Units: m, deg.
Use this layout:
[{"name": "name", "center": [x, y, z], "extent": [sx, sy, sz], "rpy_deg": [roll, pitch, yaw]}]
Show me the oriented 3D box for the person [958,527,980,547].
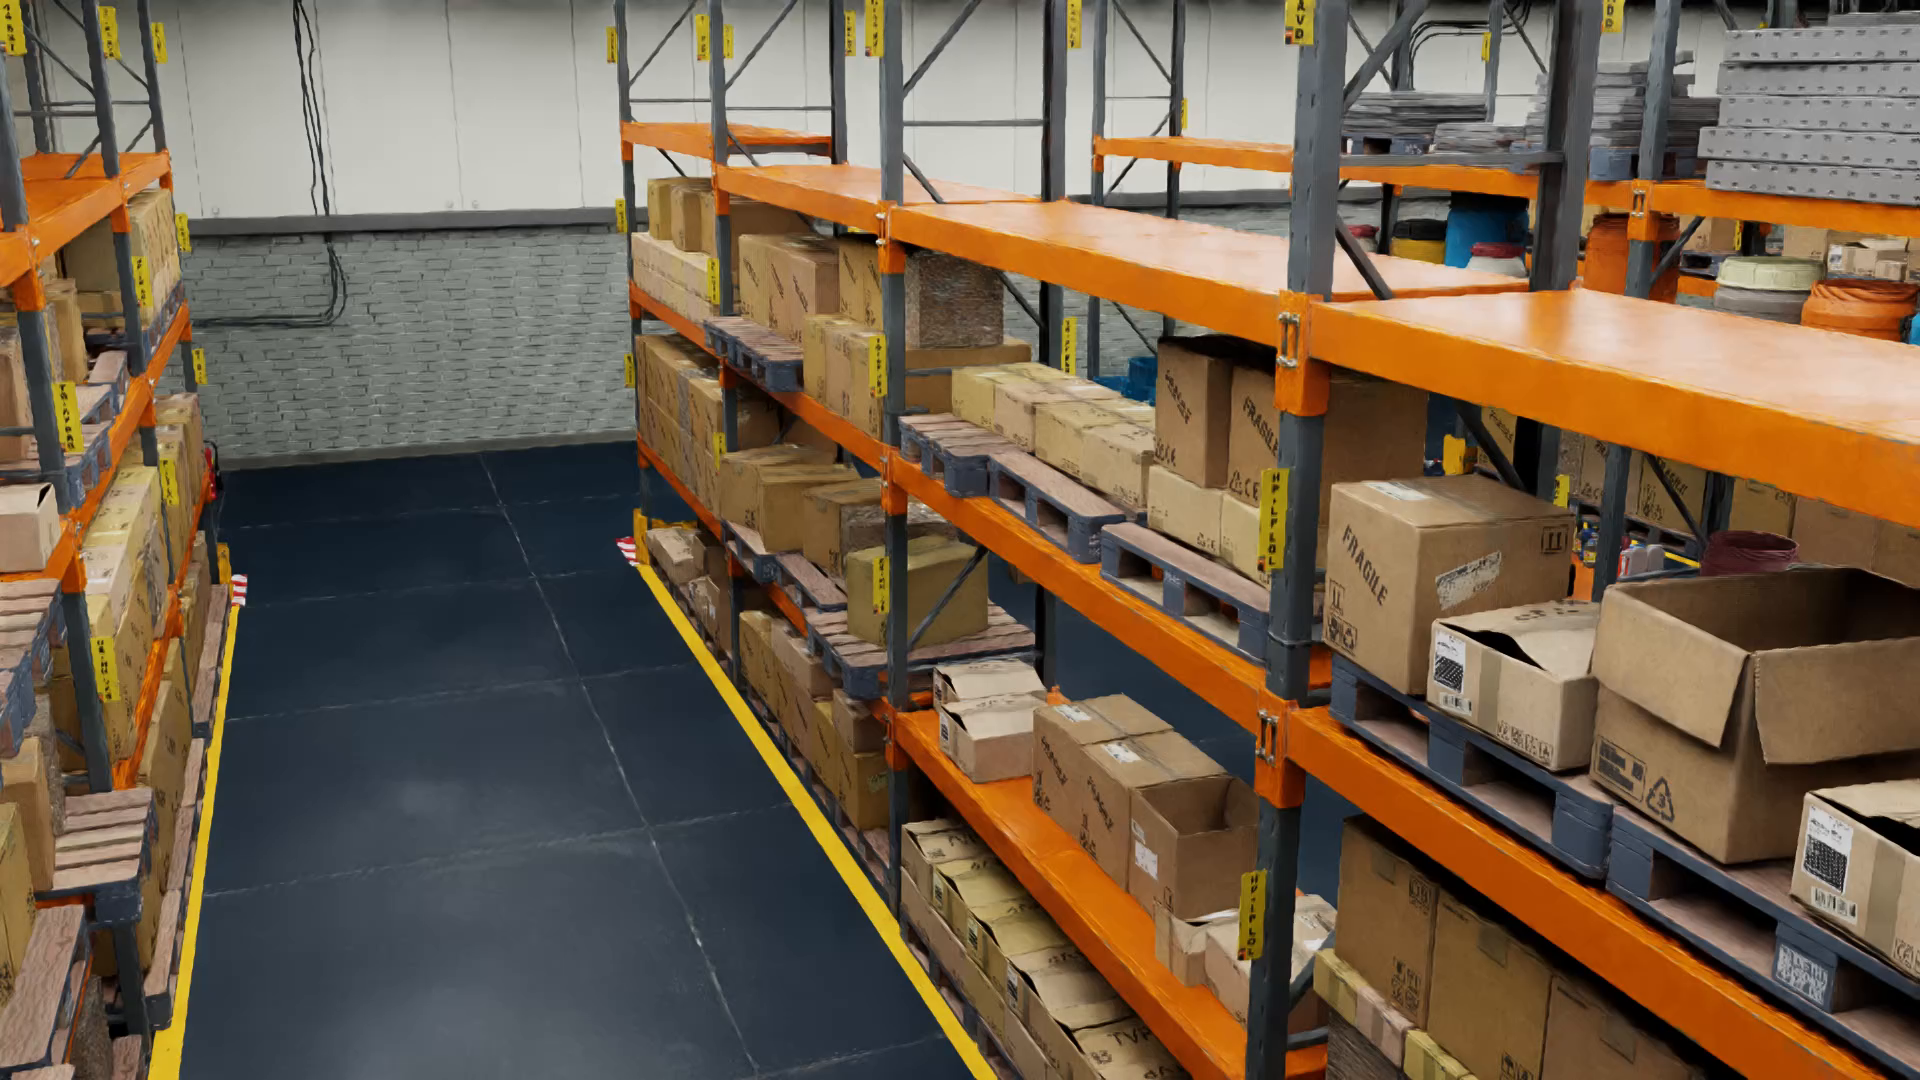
[{"name": "person", "center": [0.031, -0.102, 14.809], "extent": [0.343, 1.670, 0.537], "rpy_deg": [-9, 18, -29]}]
